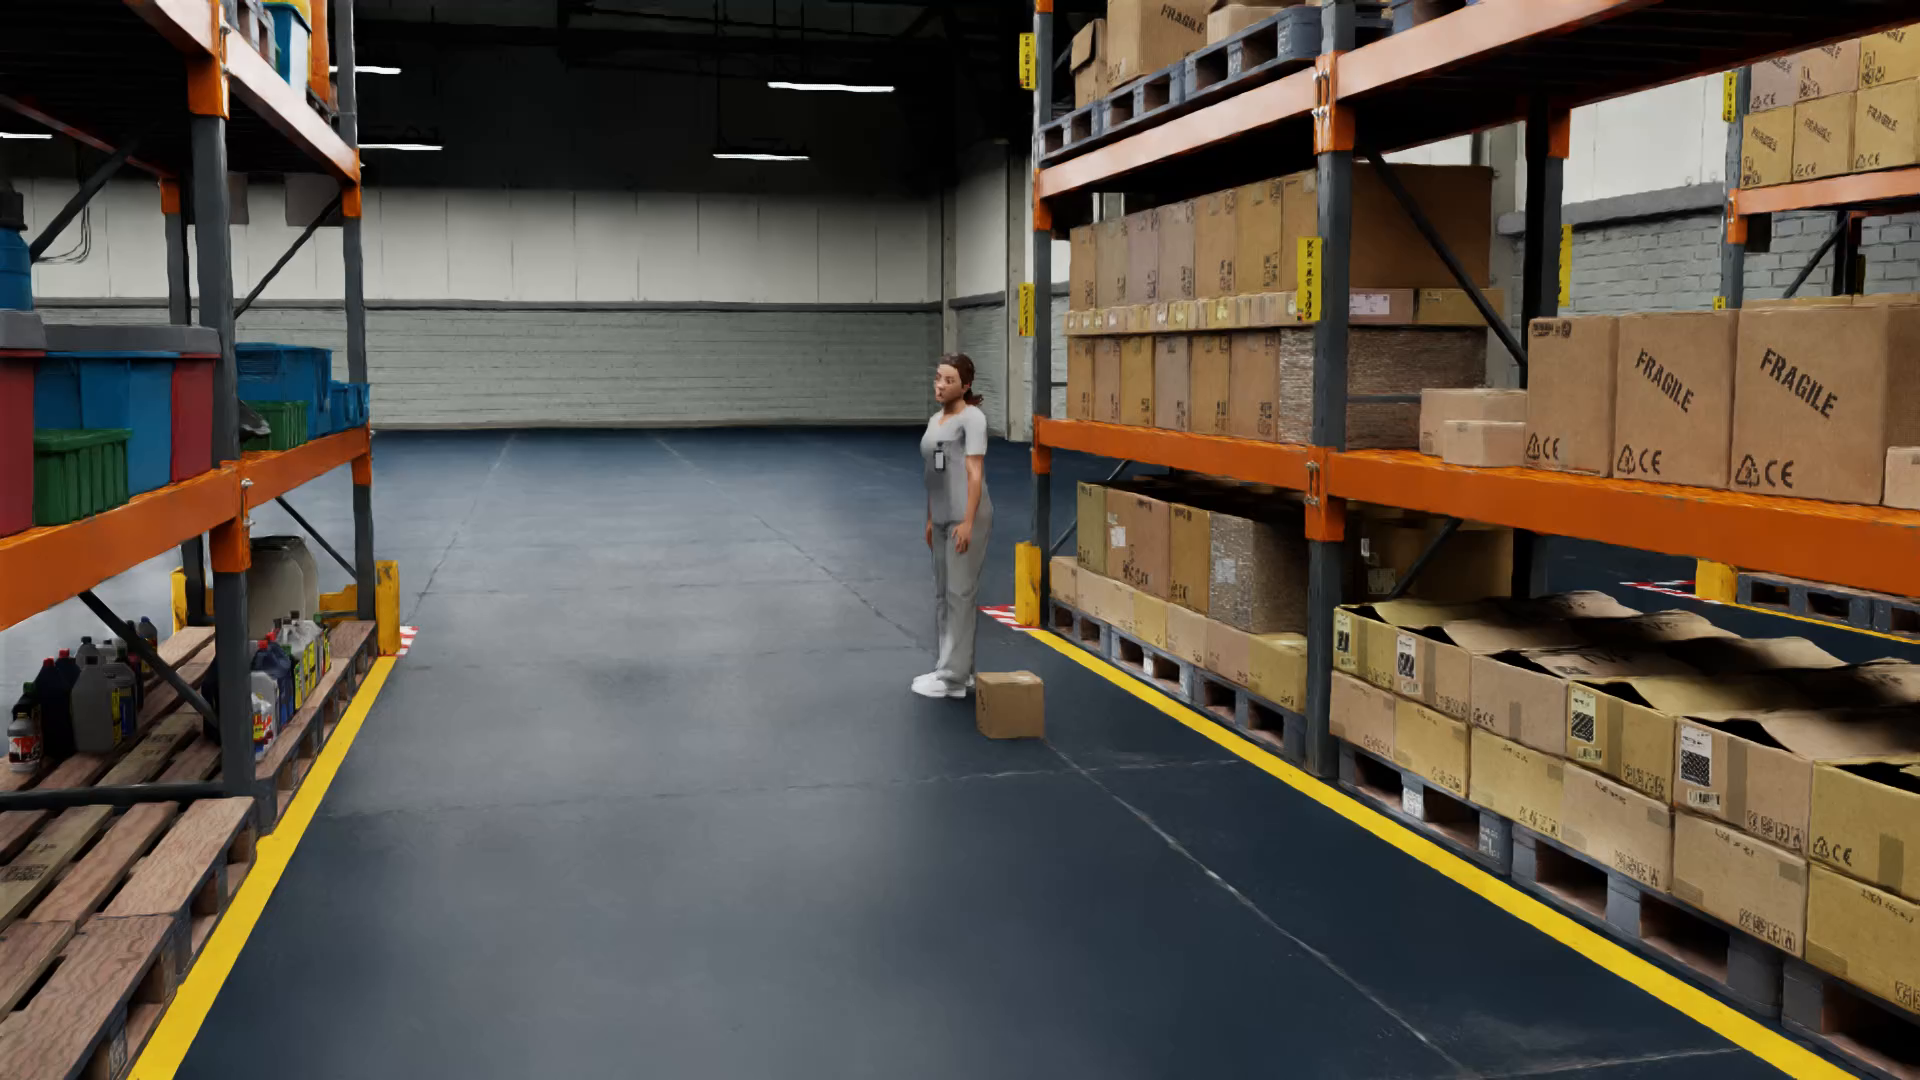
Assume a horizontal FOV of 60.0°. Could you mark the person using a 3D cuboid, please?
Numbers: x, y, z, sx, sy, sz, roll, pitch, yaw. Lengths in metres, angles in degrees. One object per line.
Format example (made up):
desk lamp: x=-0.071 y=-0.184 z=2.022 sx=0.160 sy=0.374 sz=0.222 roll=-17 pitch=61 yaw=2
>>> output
person: x=-0.096 y=-0.072 z=8.119 sx=0.498 sy=1.678 sz=0.508 roll=-4 pitch=7 yaw=-34
